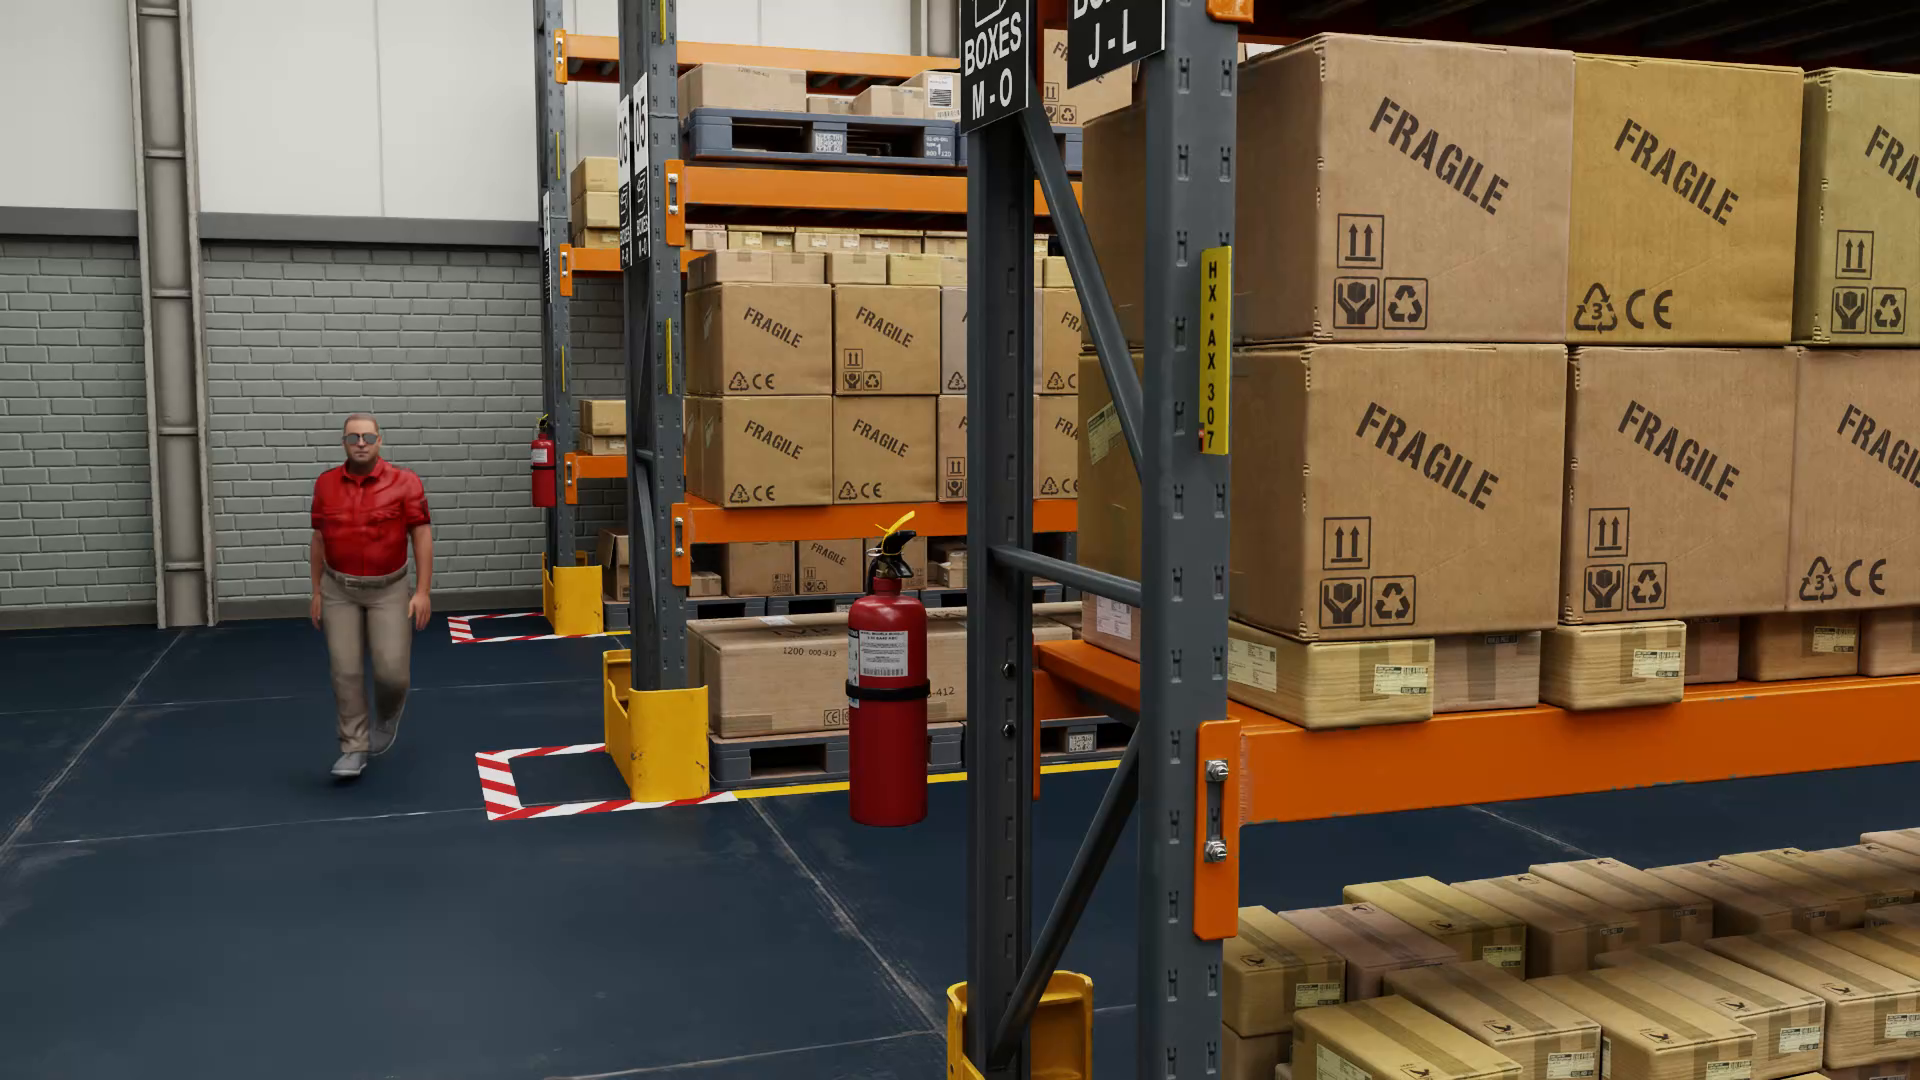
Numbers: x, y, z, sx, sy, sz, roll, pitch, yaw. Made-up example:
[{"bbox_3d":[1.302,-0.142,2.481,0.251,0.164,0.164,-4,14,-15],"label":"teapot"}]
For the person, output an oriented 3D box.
[{"bbox_3d":[-2.763,-0.072,7.729,0.583,1.034,0.304,-1,6,-5],"label":"person"}]
